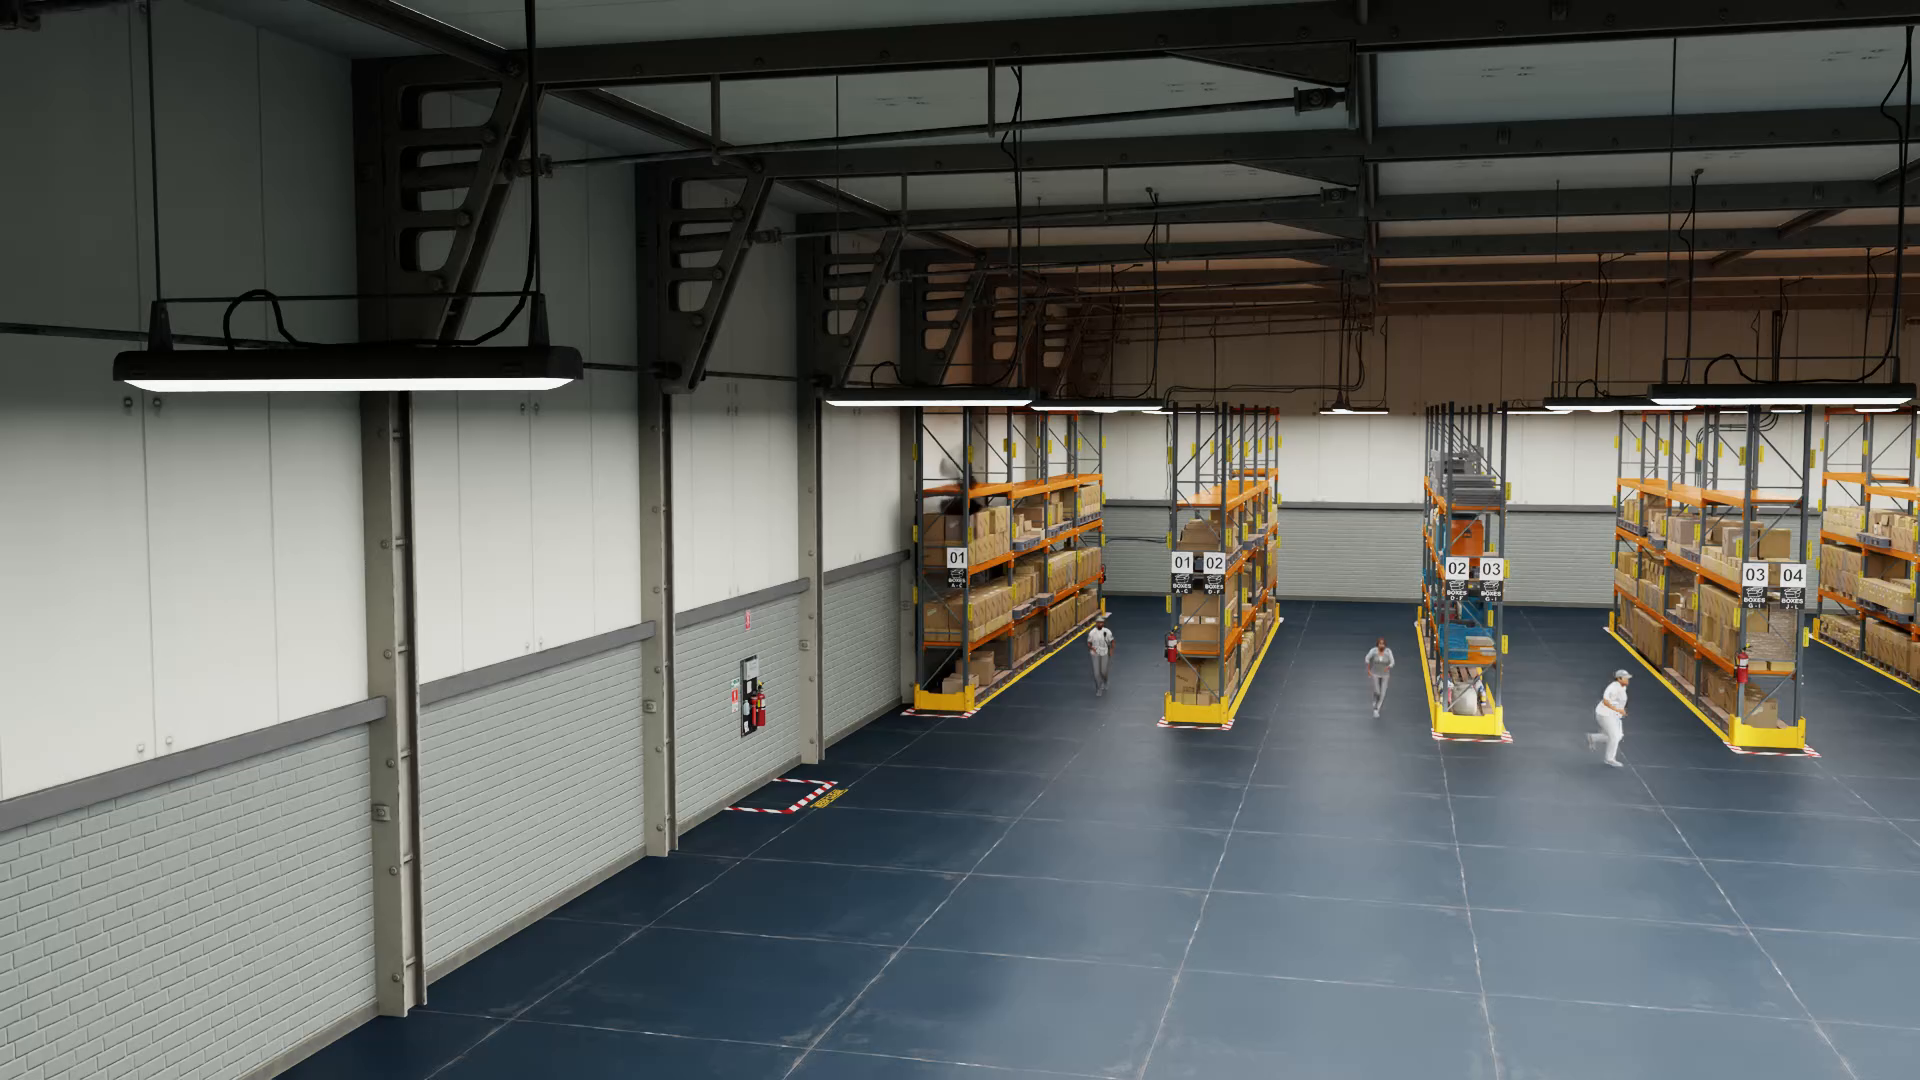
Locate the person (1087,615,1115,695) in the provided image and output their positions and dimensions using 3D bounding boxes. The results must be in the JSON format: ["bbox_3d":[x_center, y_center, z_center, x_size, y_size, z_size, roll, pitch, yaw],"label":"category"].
[{"bbox_3d":[2.887,2.375,34.186,0.570,1.661,0.522,1,4,9],"label":"person"}]

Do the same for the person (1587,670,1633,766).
[{"bbox_3d":[10.696,2.915,27.415,0.572,1.610,0.758,-4,6,-42],"label":"person"}]

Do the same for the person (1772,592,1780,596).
[{"bbox_3d":[20.483,1.821,41.588,0.599,1.666,0.543,2,5,26],"label":"person"}]

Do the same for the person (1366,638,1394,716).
[{"bbox_3d":[8.006,2.612,31.673,0.511,1.544,0.585,0,4,6],"label":"person"}]
